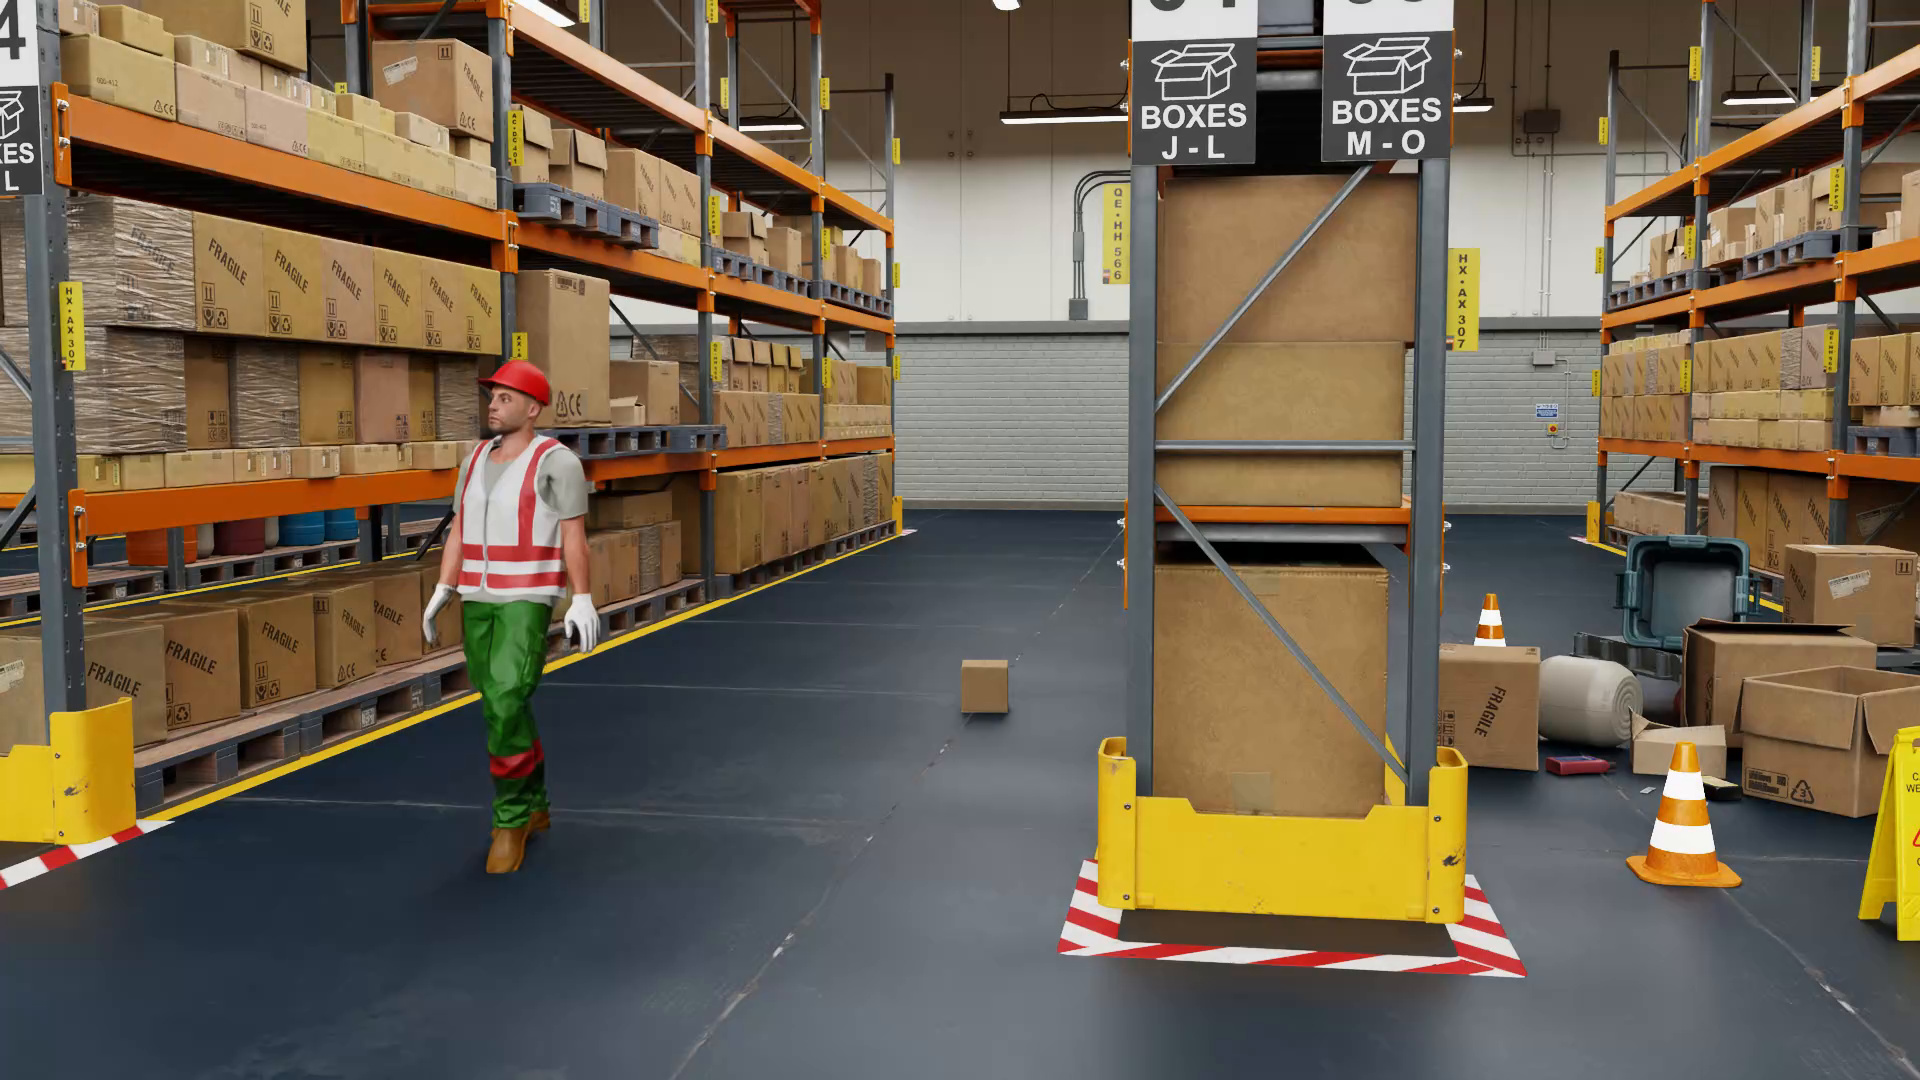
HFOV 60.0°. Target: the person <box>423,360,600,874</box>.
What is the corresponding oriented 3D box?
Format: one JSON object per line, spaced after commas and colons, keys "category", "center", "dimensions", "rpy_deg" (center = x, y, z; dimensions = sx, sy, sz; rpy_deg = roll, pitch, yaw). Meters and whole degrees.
{"category": "person", "center": [-1.651, 0.268, 6.054], "dimensions": [0.592, 1.845, 0.530], "rpy_deg": [2, 5, 25]}
